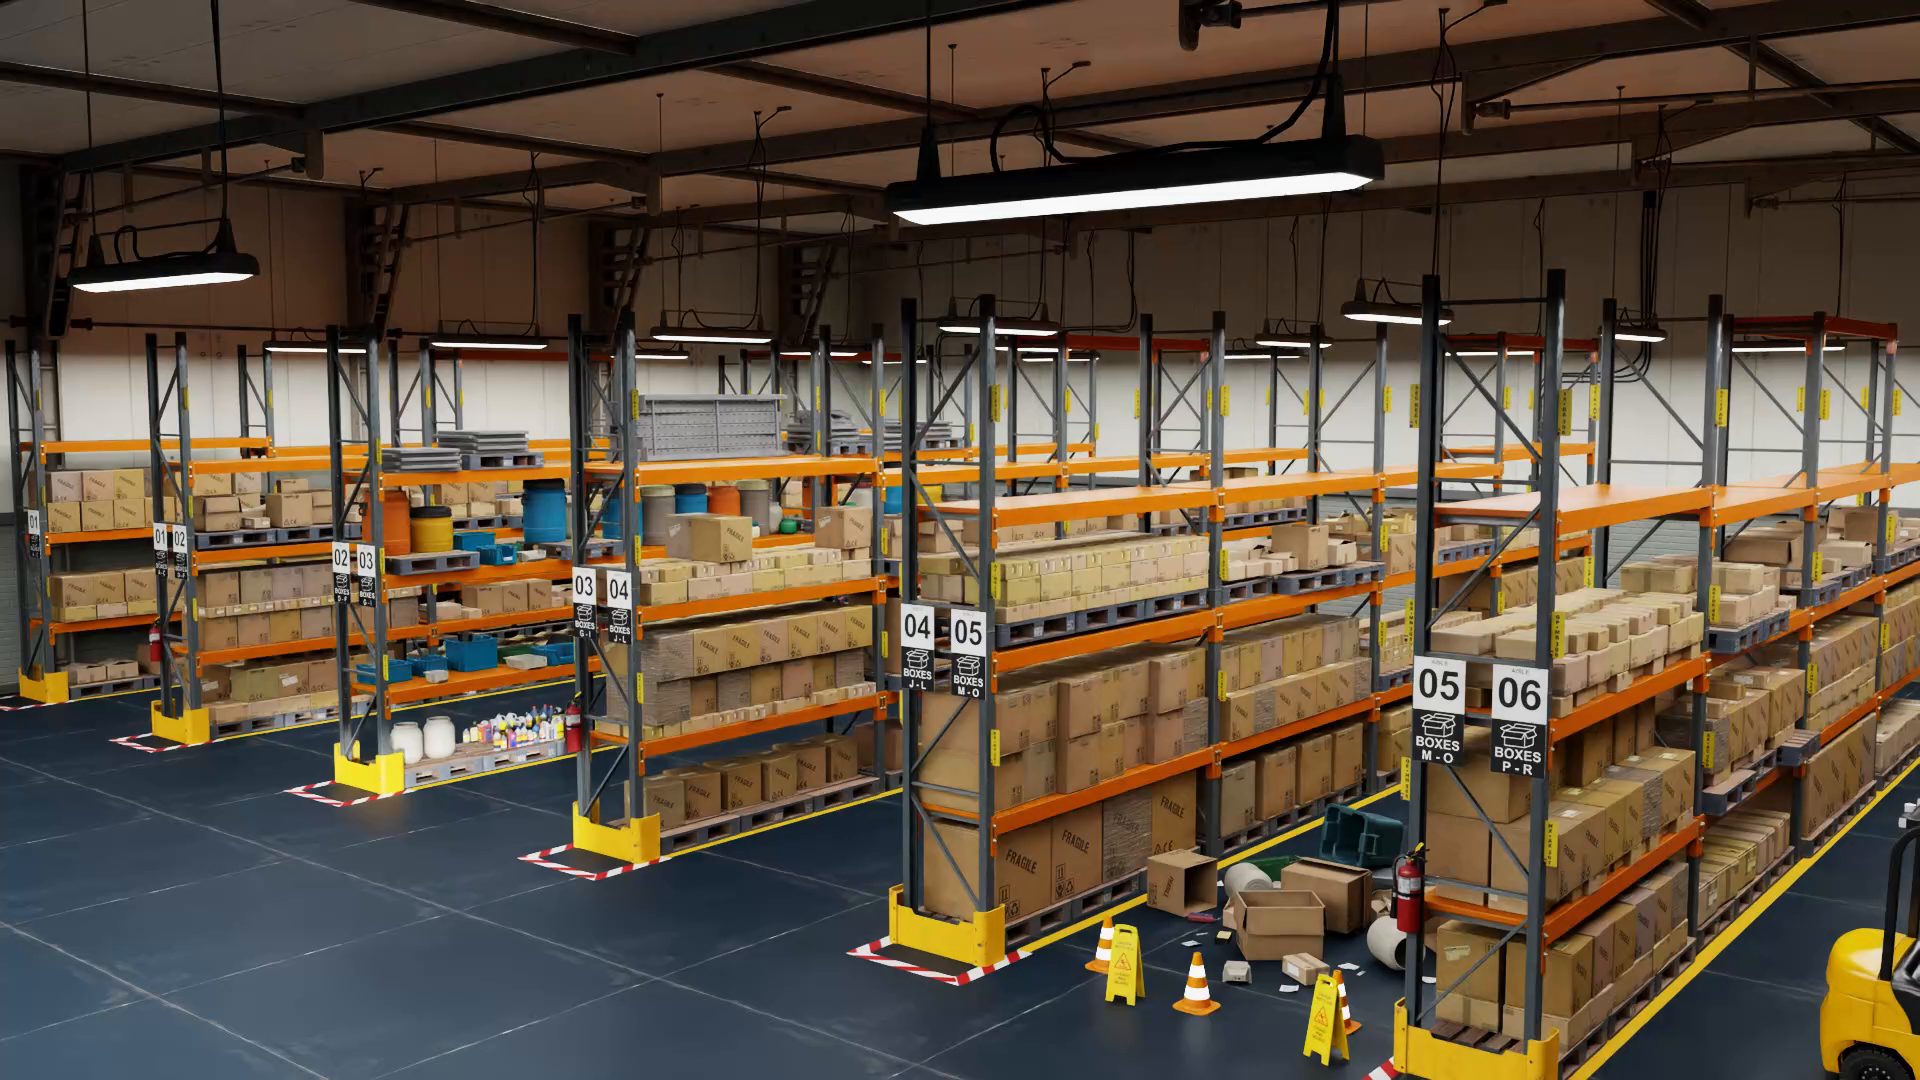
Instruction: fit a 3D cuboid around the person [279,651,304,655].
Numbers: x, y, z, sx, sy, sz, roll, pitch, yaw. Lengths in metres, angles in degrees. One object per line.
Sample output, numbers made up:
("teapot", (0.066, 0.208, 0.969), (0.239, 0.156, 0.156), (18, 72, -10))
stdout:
("person", (-11.672, 1.752, 28.887), (0.529, 1.585, 1.053), (1, 5, 9))
